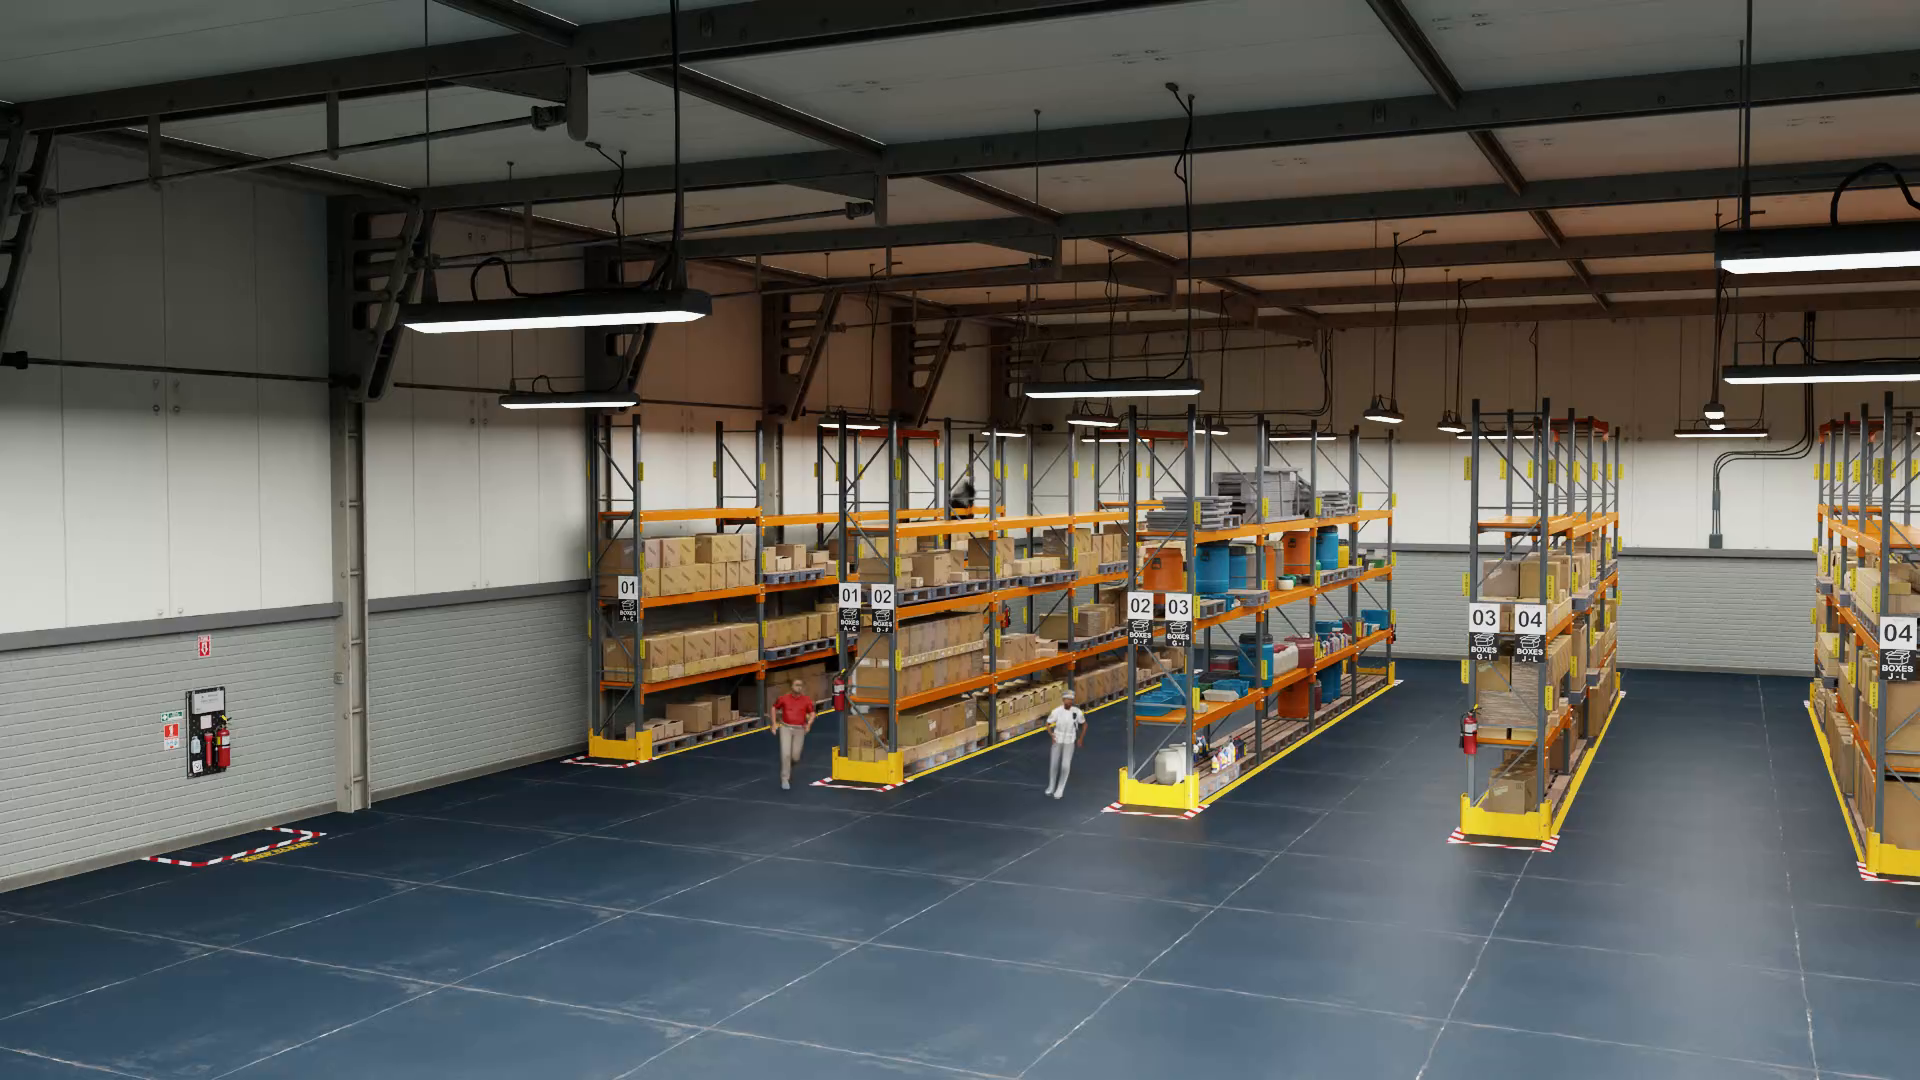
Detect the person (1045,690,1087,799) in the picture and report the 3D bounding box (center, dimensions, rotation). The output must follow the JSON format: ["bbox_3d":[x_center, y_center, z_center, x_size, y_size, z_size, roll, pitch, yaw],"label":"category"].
[{"bbox_3d":[1.615,3.130,25.534,0.642,1.672,0.632,0,2,8],"label":"person"}]

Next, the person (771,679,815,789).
[{"bbox_3d":[-2.658,3.082,26.556,0.714,1.700,0.711,0,2,-10],"label":"person"}]

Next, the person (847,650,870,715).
[{"bbox_3d":[-1.798,2.869,30.755,0.684,1.741,0.630,1,3,26],"label":"person"}]
